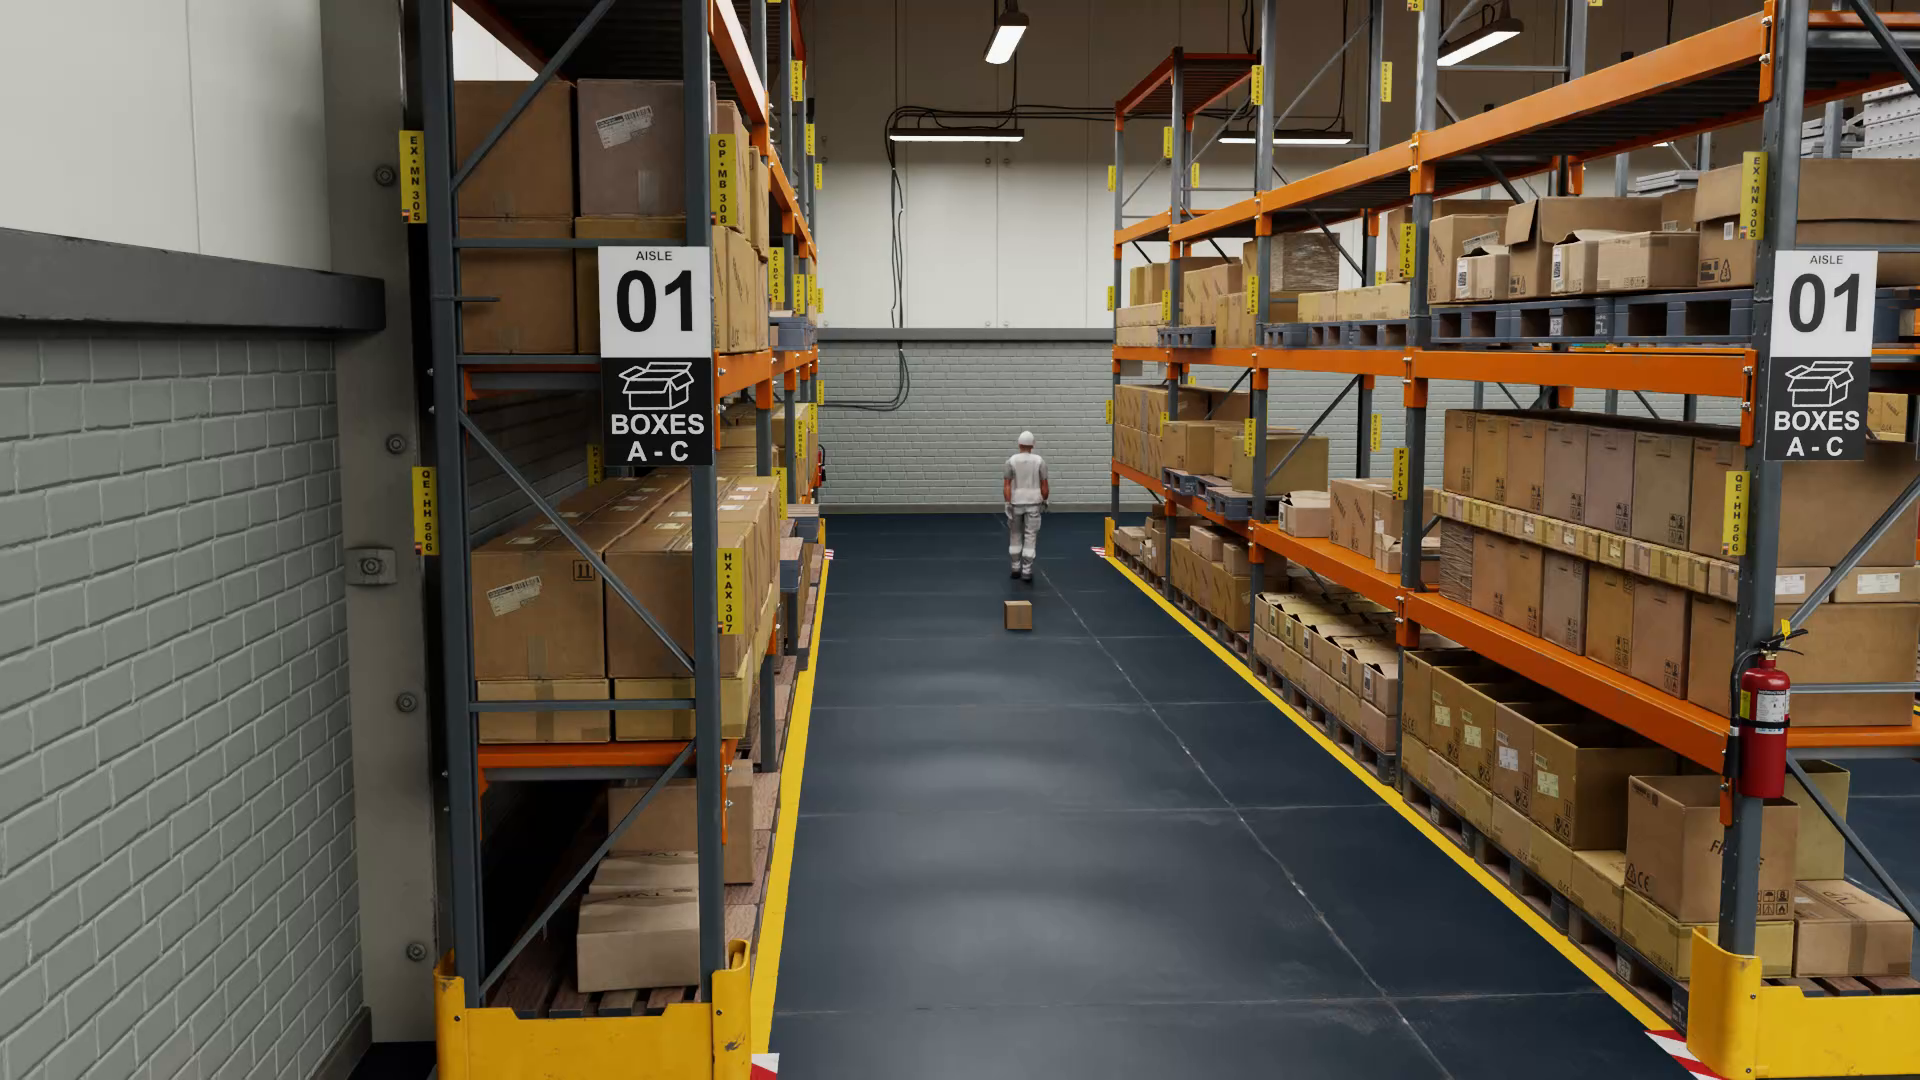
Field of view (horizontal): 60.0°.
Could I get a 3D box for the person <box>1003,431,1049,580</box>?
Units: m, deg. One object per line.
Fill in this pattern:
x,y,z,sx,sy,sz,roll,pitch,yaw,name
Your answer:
0.808,-0.408,20.135,0.539,1.833,0.686,1,7,6,person
